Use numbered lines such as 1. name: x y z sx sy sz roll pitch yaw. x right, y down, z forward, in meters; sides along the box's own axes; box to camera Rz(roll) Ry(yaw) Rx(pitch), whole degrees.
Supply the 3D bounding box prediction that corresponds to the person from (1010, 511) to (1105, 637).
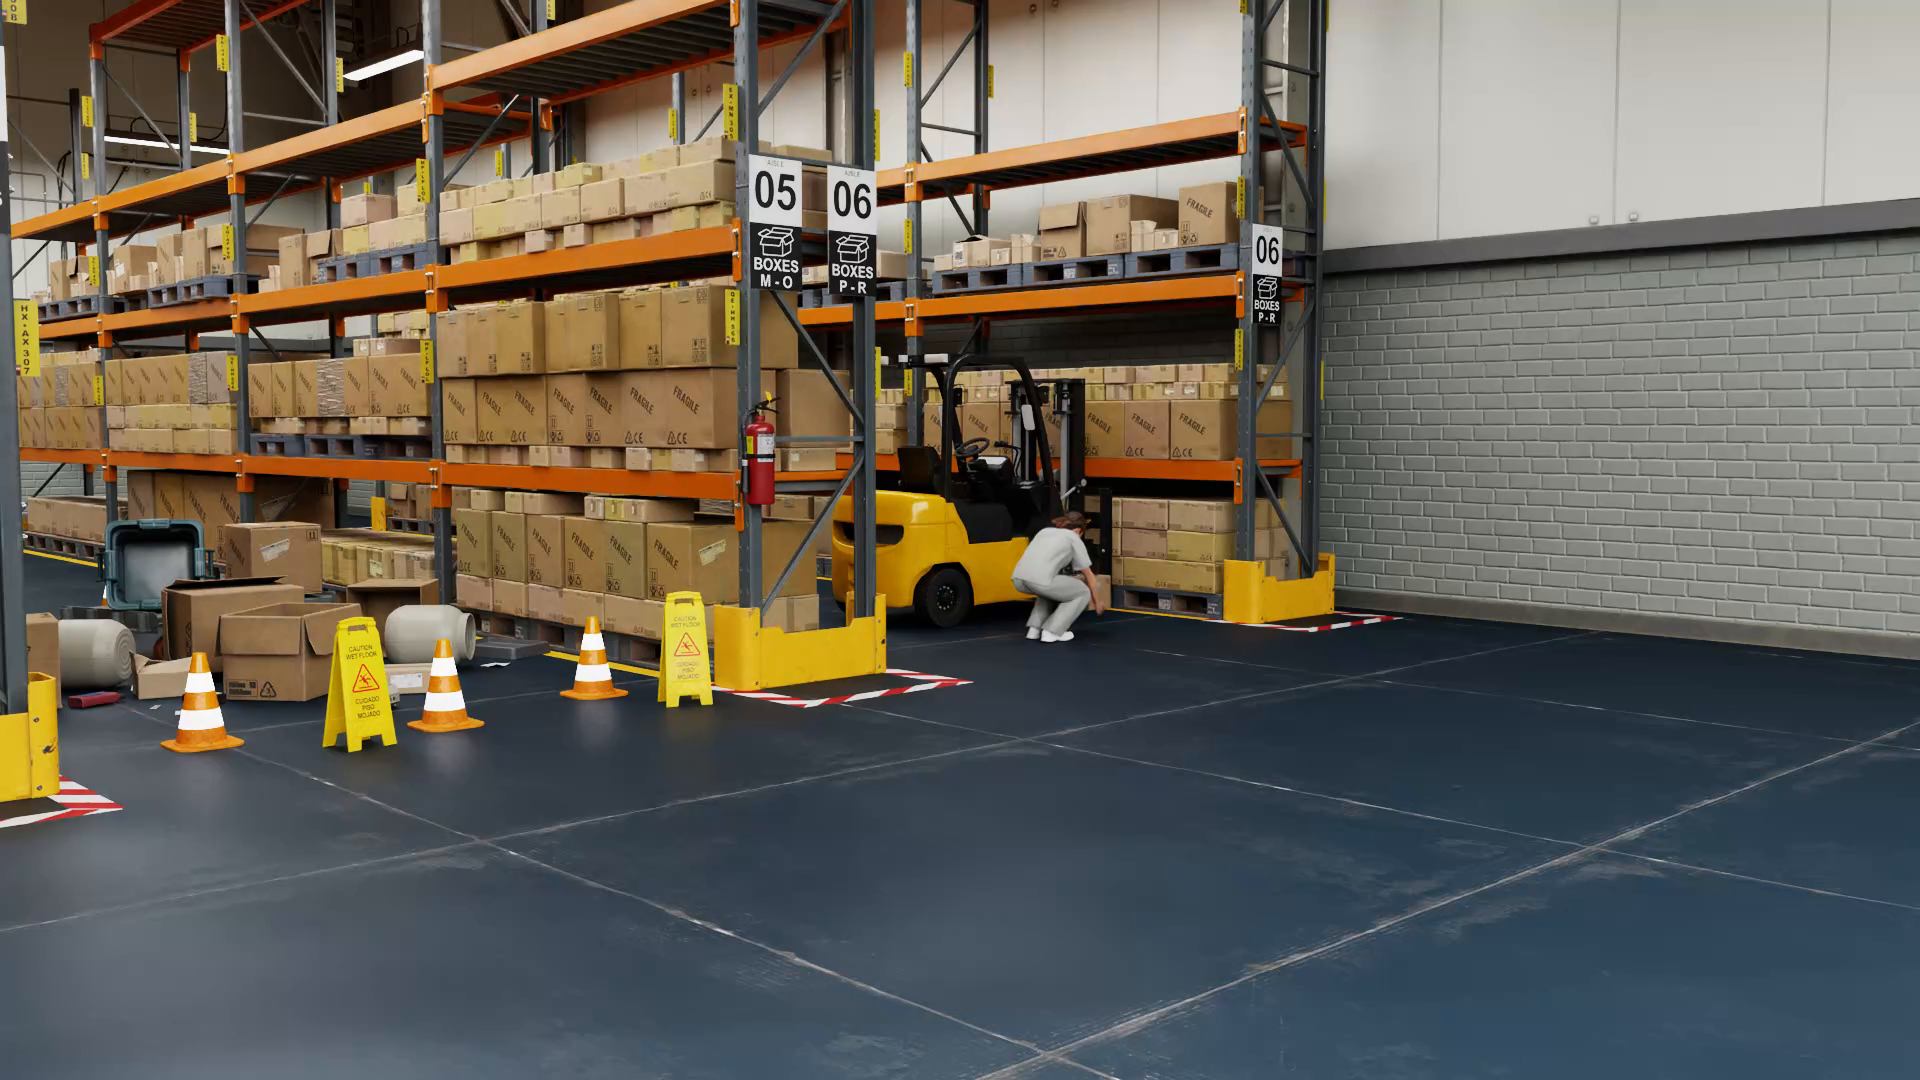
1. person: 0.715 0.252 12.448 0.803 0.915 0.485 -4 6 -44
